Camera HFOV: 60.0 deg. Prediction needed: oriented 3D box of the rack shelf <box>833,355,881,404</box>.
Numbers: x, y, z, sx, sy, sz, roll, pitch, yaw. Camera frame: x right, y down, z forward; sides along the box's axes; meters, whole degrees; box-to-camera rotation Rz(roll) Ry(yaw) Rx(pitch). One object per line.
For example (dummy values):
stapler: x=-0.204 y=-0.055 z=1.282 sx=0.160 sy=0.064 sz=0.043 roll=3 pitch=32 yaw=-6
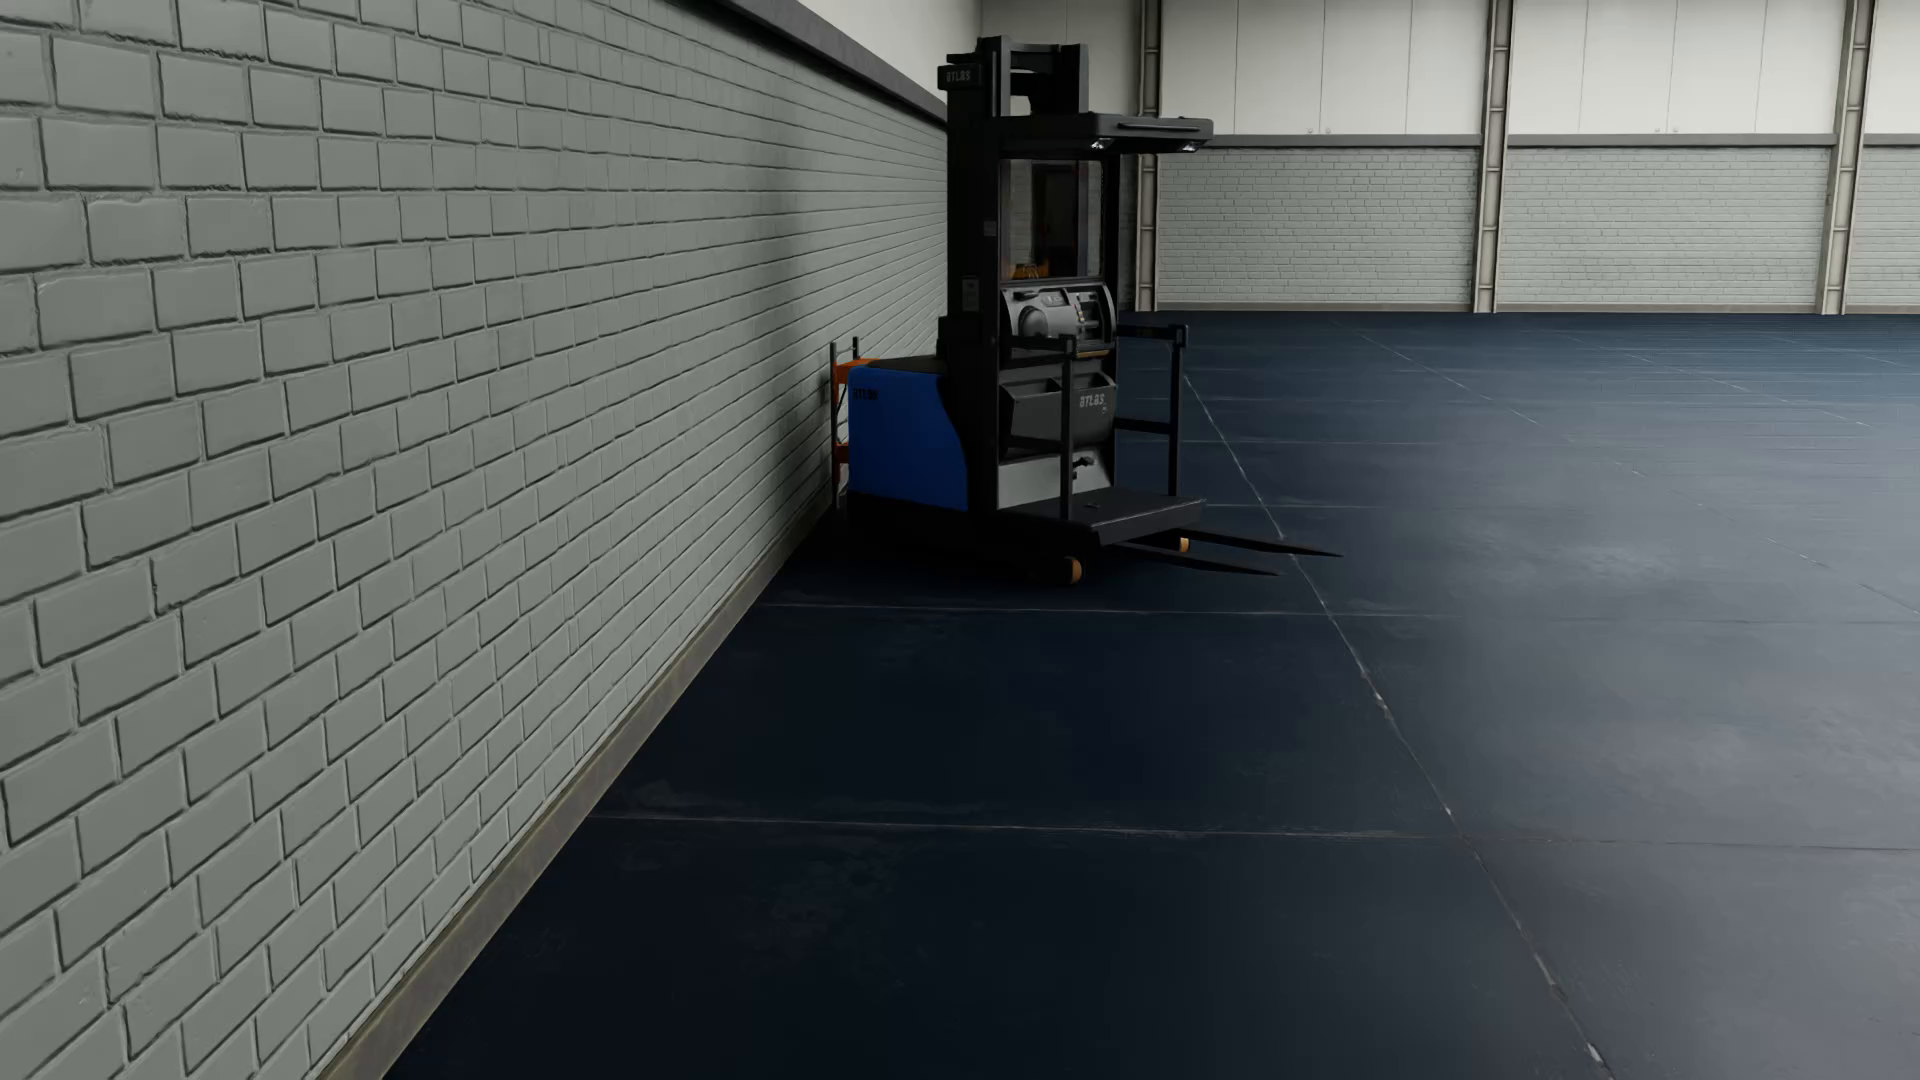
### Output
rack shelf: x=-0.293 y=-1.066 z=11.185 sx=1.000 sy=0.278 sz=0.538 roll=3 pitch=12 yaw=15

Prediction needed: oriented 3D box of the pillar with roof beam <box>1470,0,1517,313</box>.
pillar with roof beam: x=9.062 y=-7.596 z=24.604 sx=0.400 sy=9.000 sz=9.100 roll=1 pitch=12 yaw=4

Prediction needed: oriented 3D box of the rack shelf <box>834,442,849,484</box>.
rack shelf: x=-0.293 y=-0.540 z=11.295 sx=1.000 sy=0.278 sz=0.538 roll=3 pitch=12 yaw=15

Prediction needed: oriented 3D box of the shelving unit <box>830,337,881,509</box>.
shelving unit: x=-0.293 y=-0.779 z=11.245 sx=1.048 sy=1.125 sz=0.538 roll=3 pitch=12 yaw=15

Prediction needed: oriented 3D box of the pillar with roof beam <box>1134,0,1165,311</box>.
pillar with roof beam: x=3.075 y=-7.678 z=24.996 sx=0.400 sy=9.000 sz=9.100 roll=1 pitch=12 yaw=4

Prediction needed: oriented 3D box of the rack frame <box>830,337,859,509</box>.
rack frame: x=-0.782 y=-0.807 z=11.381 sx=0.032 sy=1.125 sz=0.500 roll=3 pitch=12 yaw=15

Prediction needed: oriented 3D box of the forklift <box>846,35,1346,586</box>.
forklift: x=0.721 y=-1.305 z=9.348 sx=3.031 sy=2.935 sz=1.130 roll=11 pitch=16 yaw=42

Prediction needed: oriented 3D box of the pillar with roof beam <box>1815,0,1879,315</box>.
pillar with roof beam: x=15.048 y=-7.514 z=24.211 sx=0.400 sy=9.000 sz=9.100 roll=1 pitch=12 yaw=4
